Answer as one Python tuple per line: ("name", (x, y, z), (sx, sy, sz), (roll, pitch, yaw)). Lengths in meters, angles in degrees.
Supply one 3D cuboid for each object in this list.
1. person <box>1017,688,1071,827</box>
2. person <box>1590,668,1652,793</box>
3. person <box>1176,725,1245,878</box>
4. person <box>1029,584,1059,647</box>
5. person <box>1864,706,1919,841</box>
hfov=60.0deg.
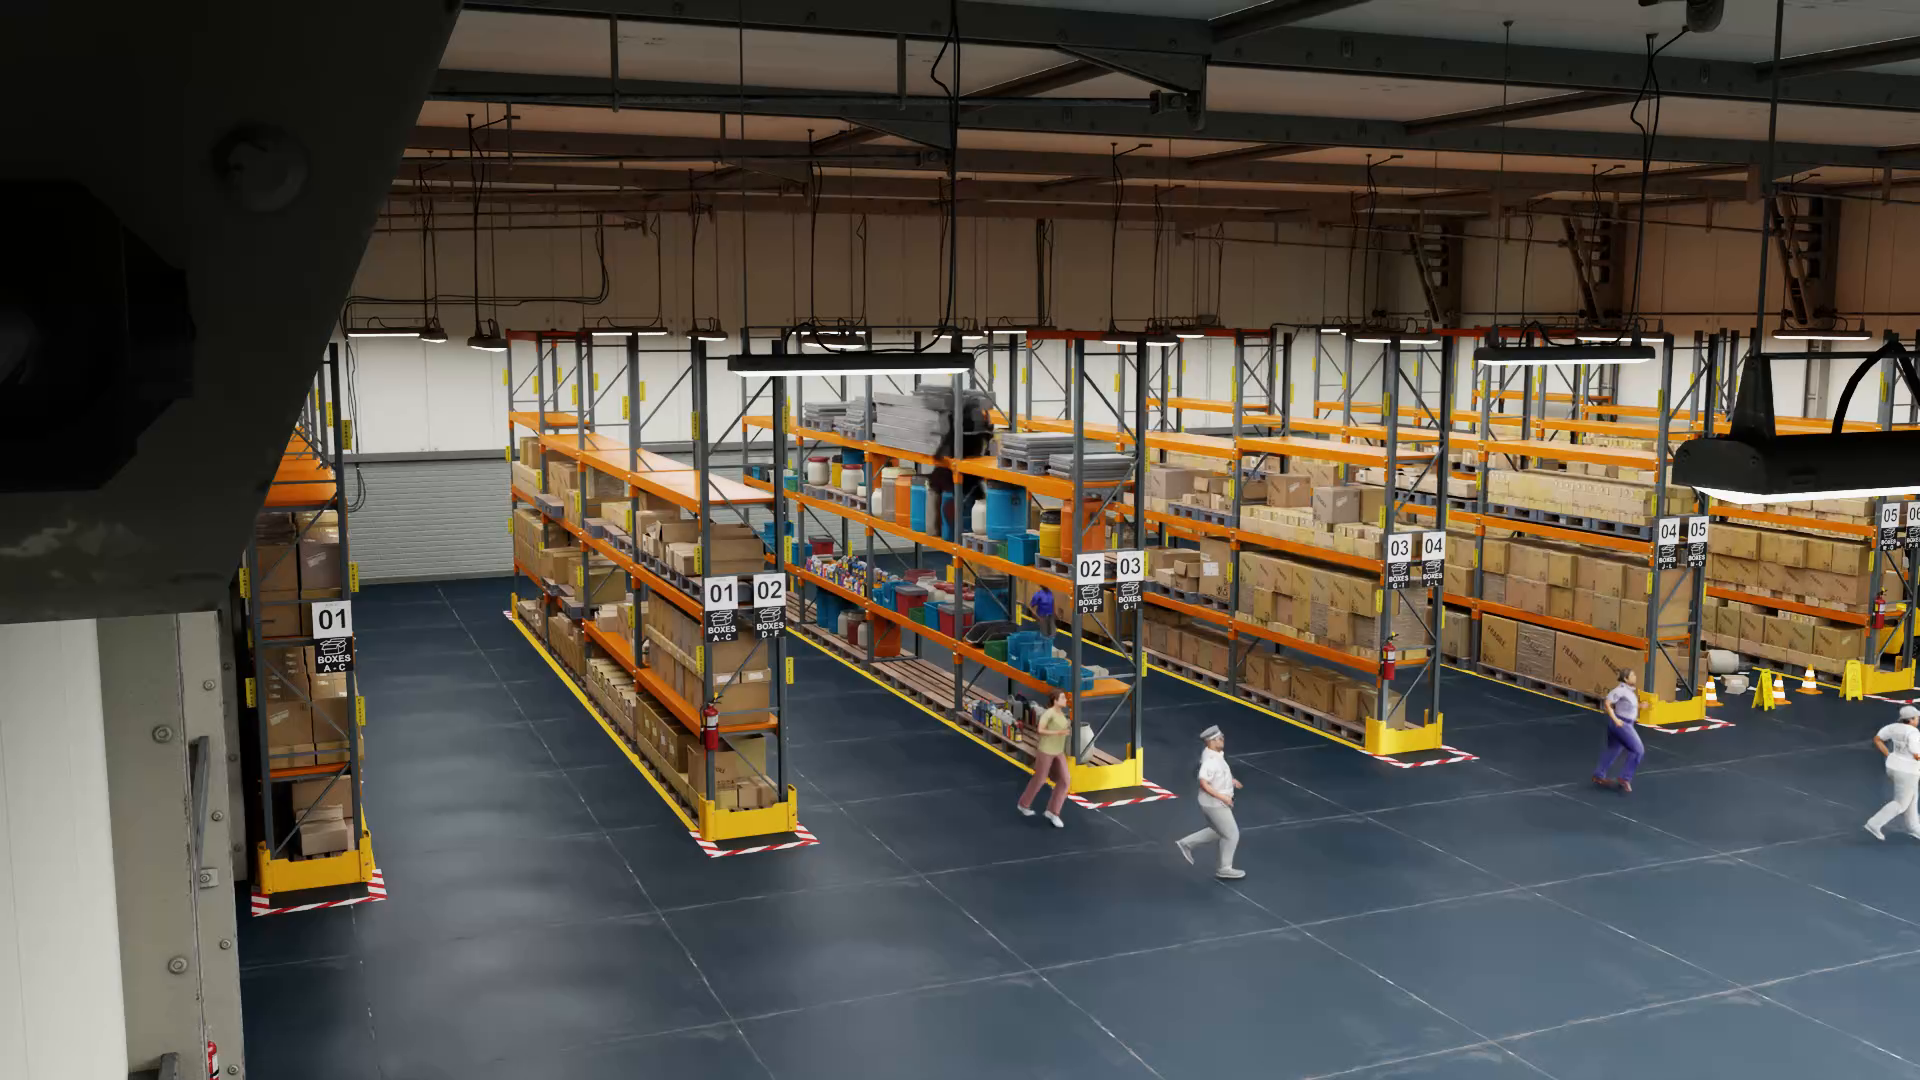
("person", (1.139, 2.689, 20.895), (0.706, 1.684, 0.587), (7, 11, 43))
("person", (8.828, 2.536, 22.182), (0.718, 1.701, 0.573), (2, 8, 17))
("person", (2.846, 2.933, 18.711), (0.758, 1.741, 0.672), (1, 8, 6))
("person", (1.506, 1.461, 30.062), (0.575, 1.615, 0.589), (-6, 10, -37))
("person", (11.259, 2.805, 19.842), (0.886, 1.689, 0.602), (0, 8, 2))
